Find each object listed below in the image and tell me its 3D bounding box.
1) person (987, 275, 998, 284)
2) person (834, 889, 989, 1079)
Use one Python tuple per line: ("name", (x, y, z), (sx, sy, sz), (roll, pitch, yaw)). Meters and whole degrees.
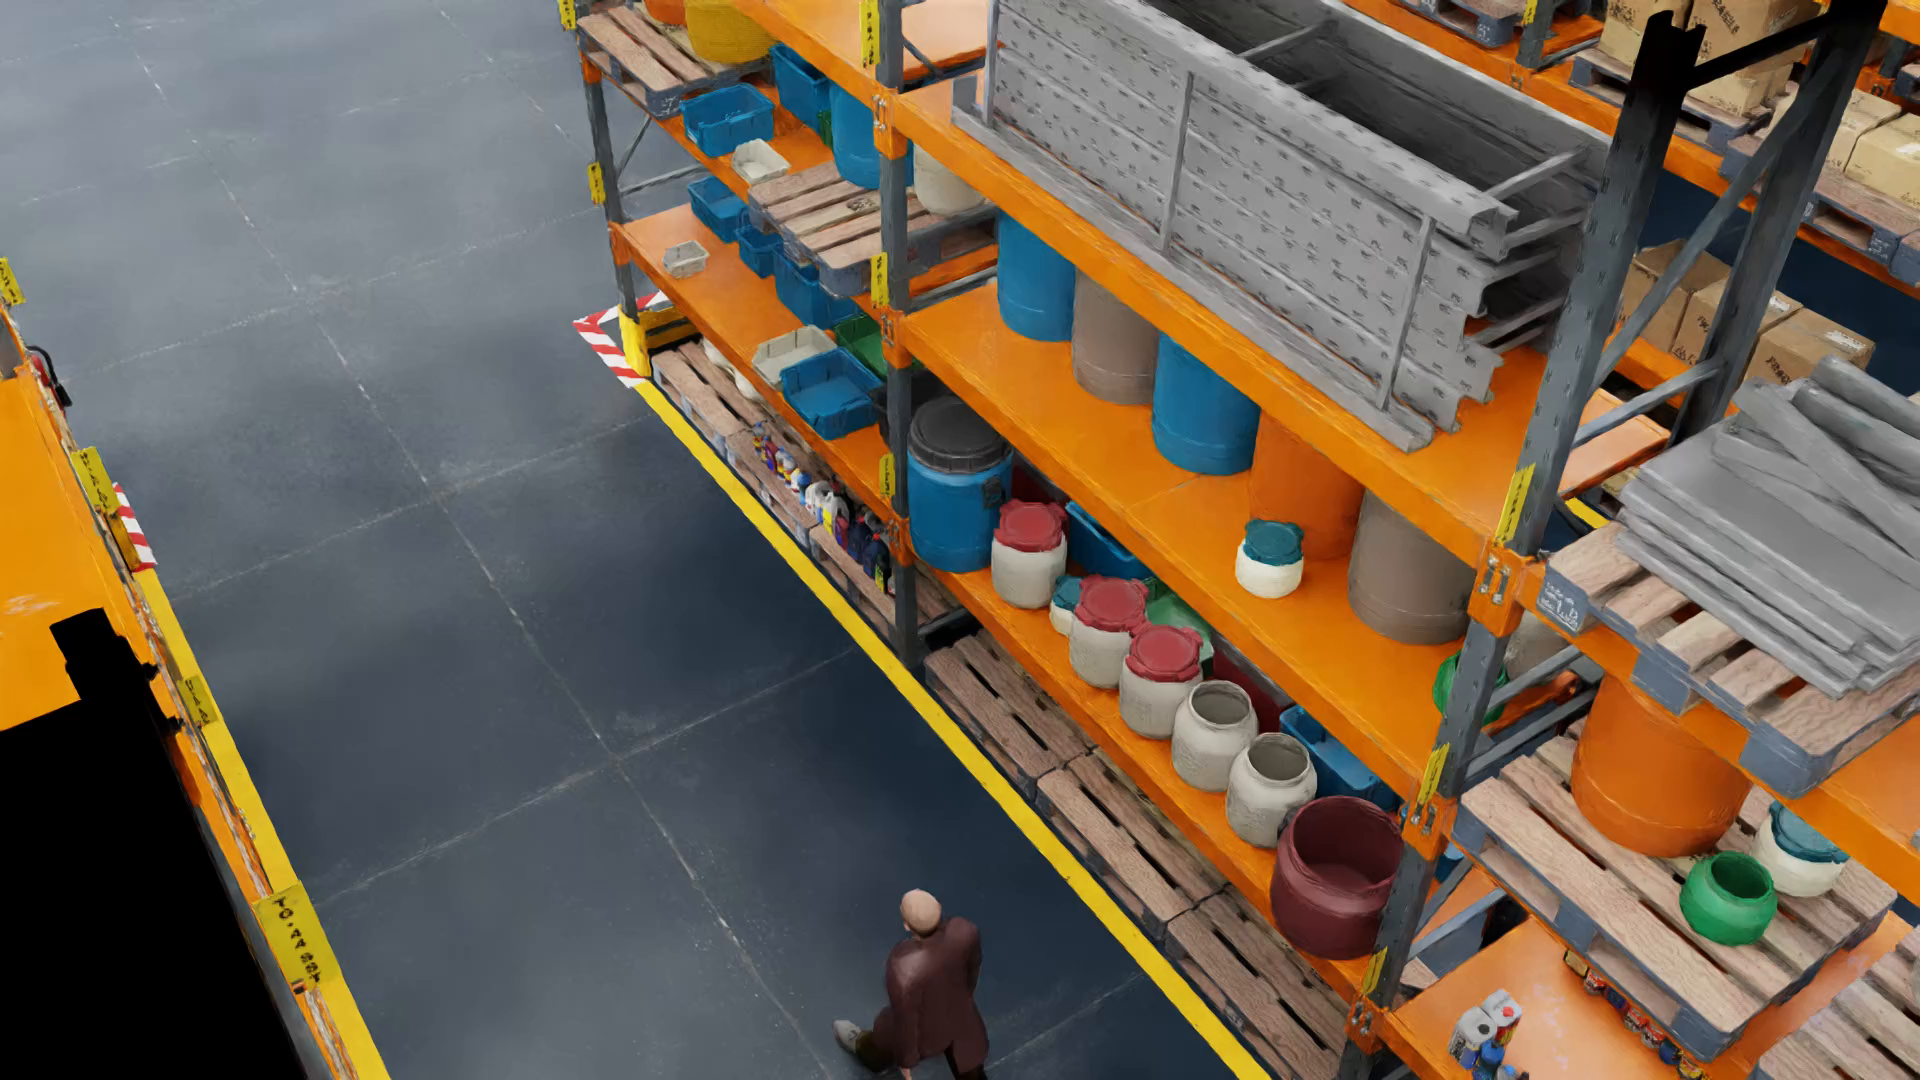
("person", (0.444, -1.578, 12.204), (0.677, 1.742, 0.552), (-25, 48, -25))
("person", (-0.156, 2.250, 8.028), (0.599, 1.695, 1.186), (-27, 49, -26))
